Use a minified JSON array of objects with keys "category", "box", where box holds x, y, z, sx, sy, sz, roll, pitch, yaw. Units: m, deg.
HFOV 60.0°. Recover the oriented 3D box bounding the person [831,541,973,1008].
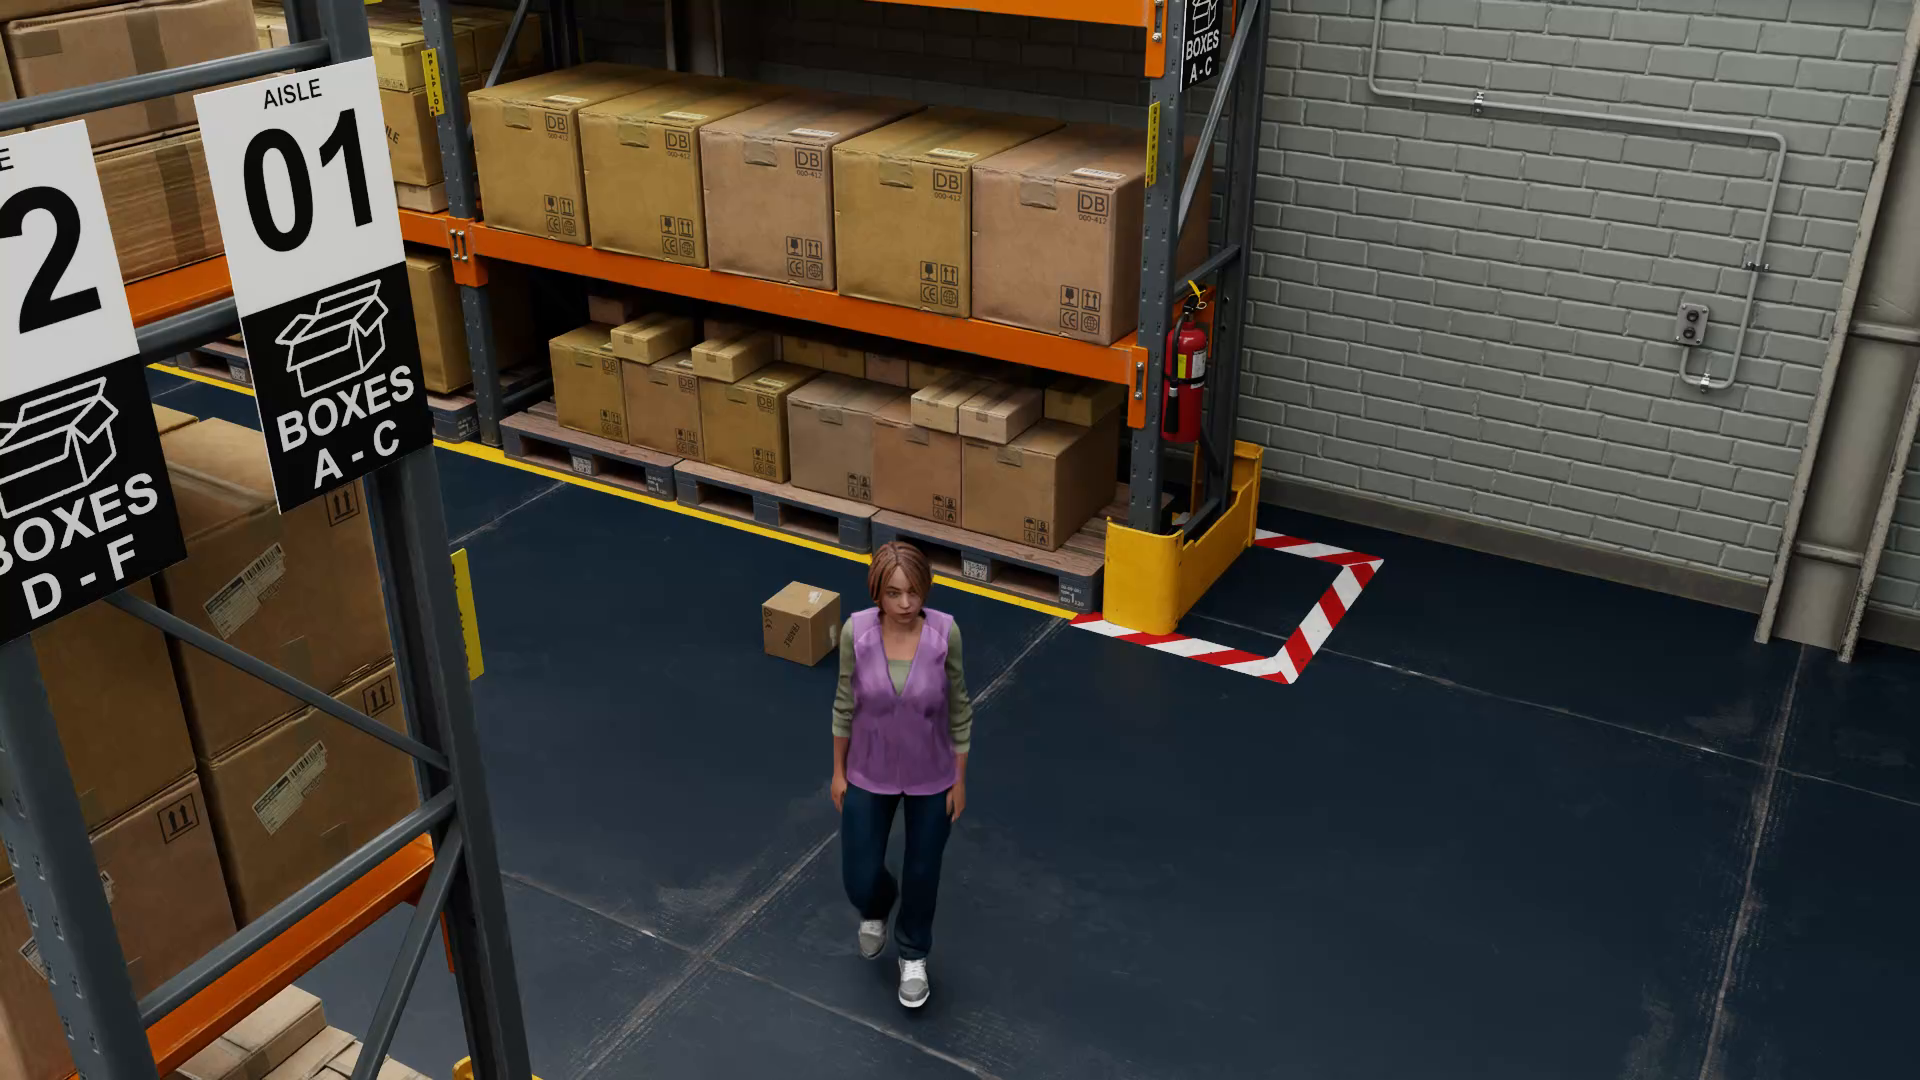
[{"category":"person","box":[-0.181,0.723,5.139,0.439,1.595,0.382,-1,27,-2]}]
